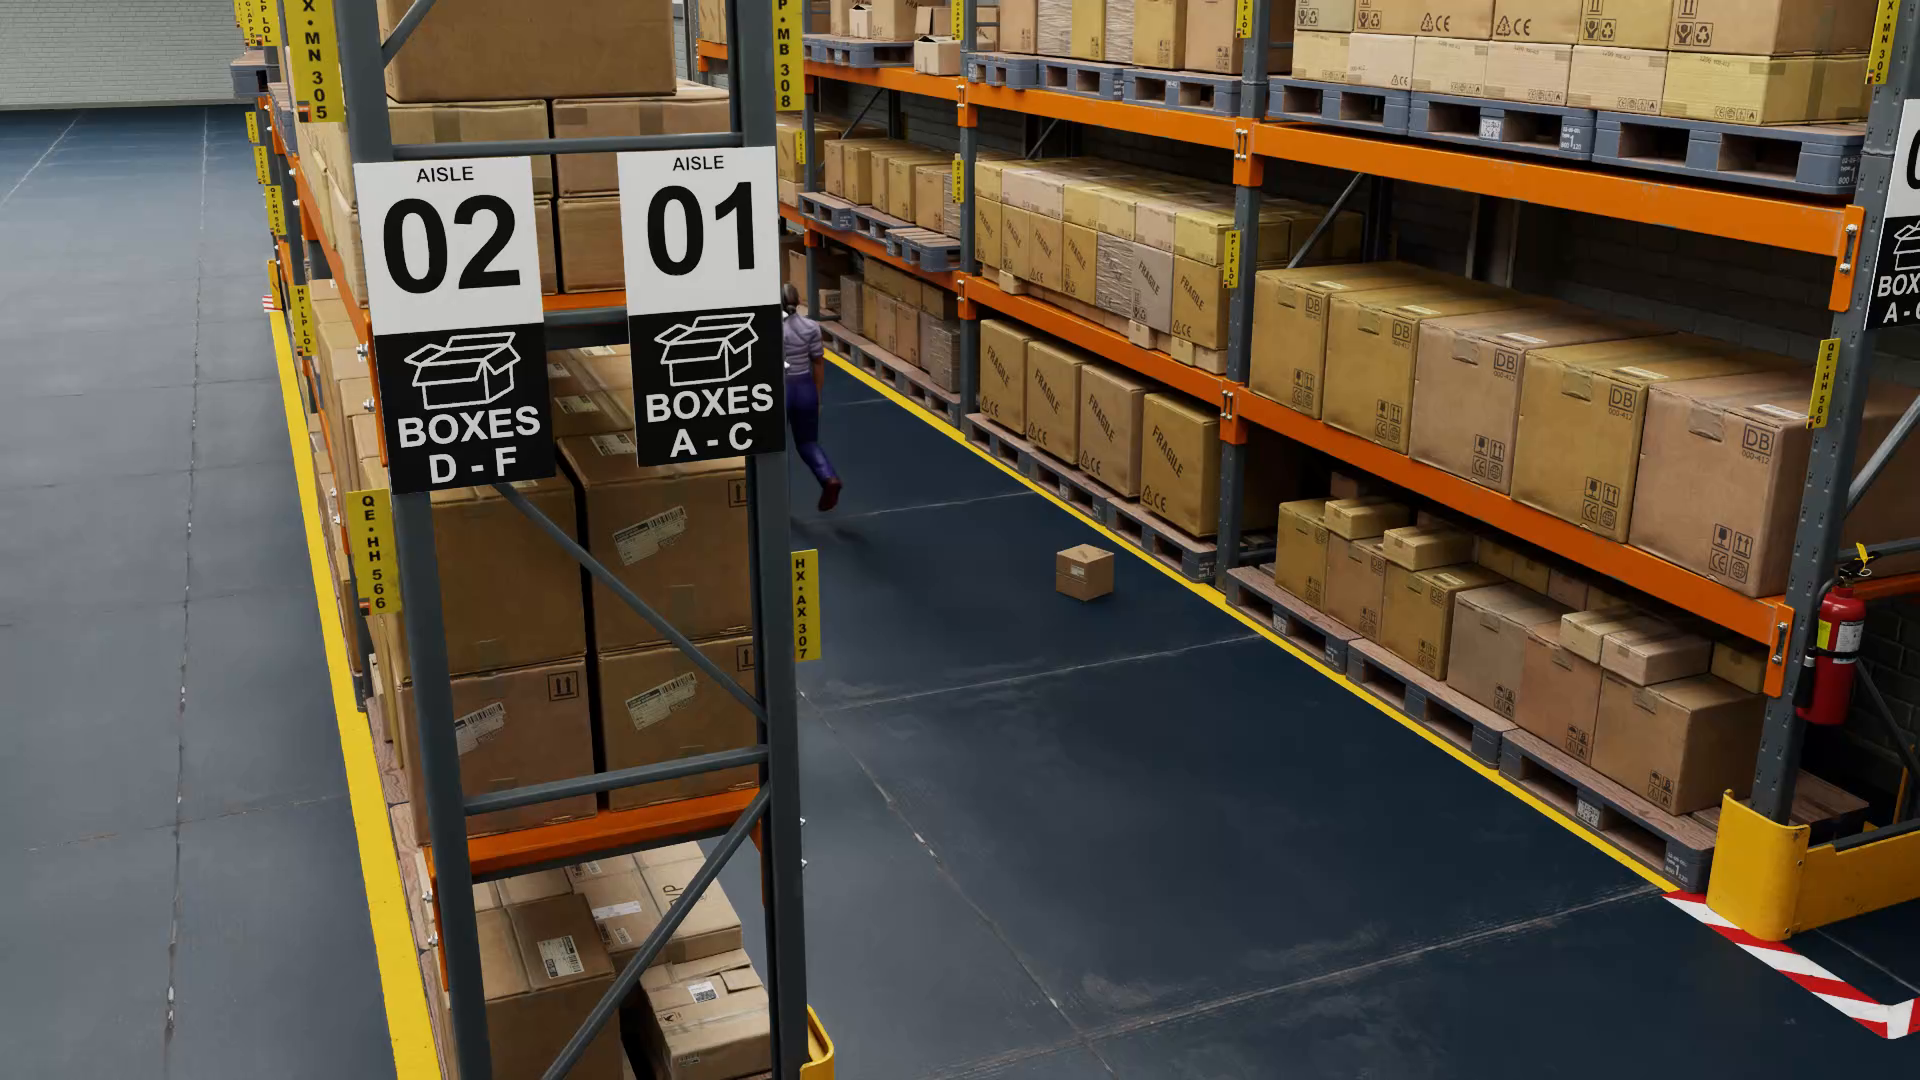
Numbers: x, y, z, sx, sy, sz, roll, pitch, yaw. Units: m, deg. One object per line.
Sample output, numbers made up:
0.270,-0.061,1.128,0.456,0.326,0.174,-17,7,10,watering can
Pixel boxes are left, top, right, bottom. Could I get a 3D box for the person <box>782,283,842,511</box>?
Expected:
-1.137,-0.957,11.335,0.488,1.609,0.746,-12,22,-30,person
